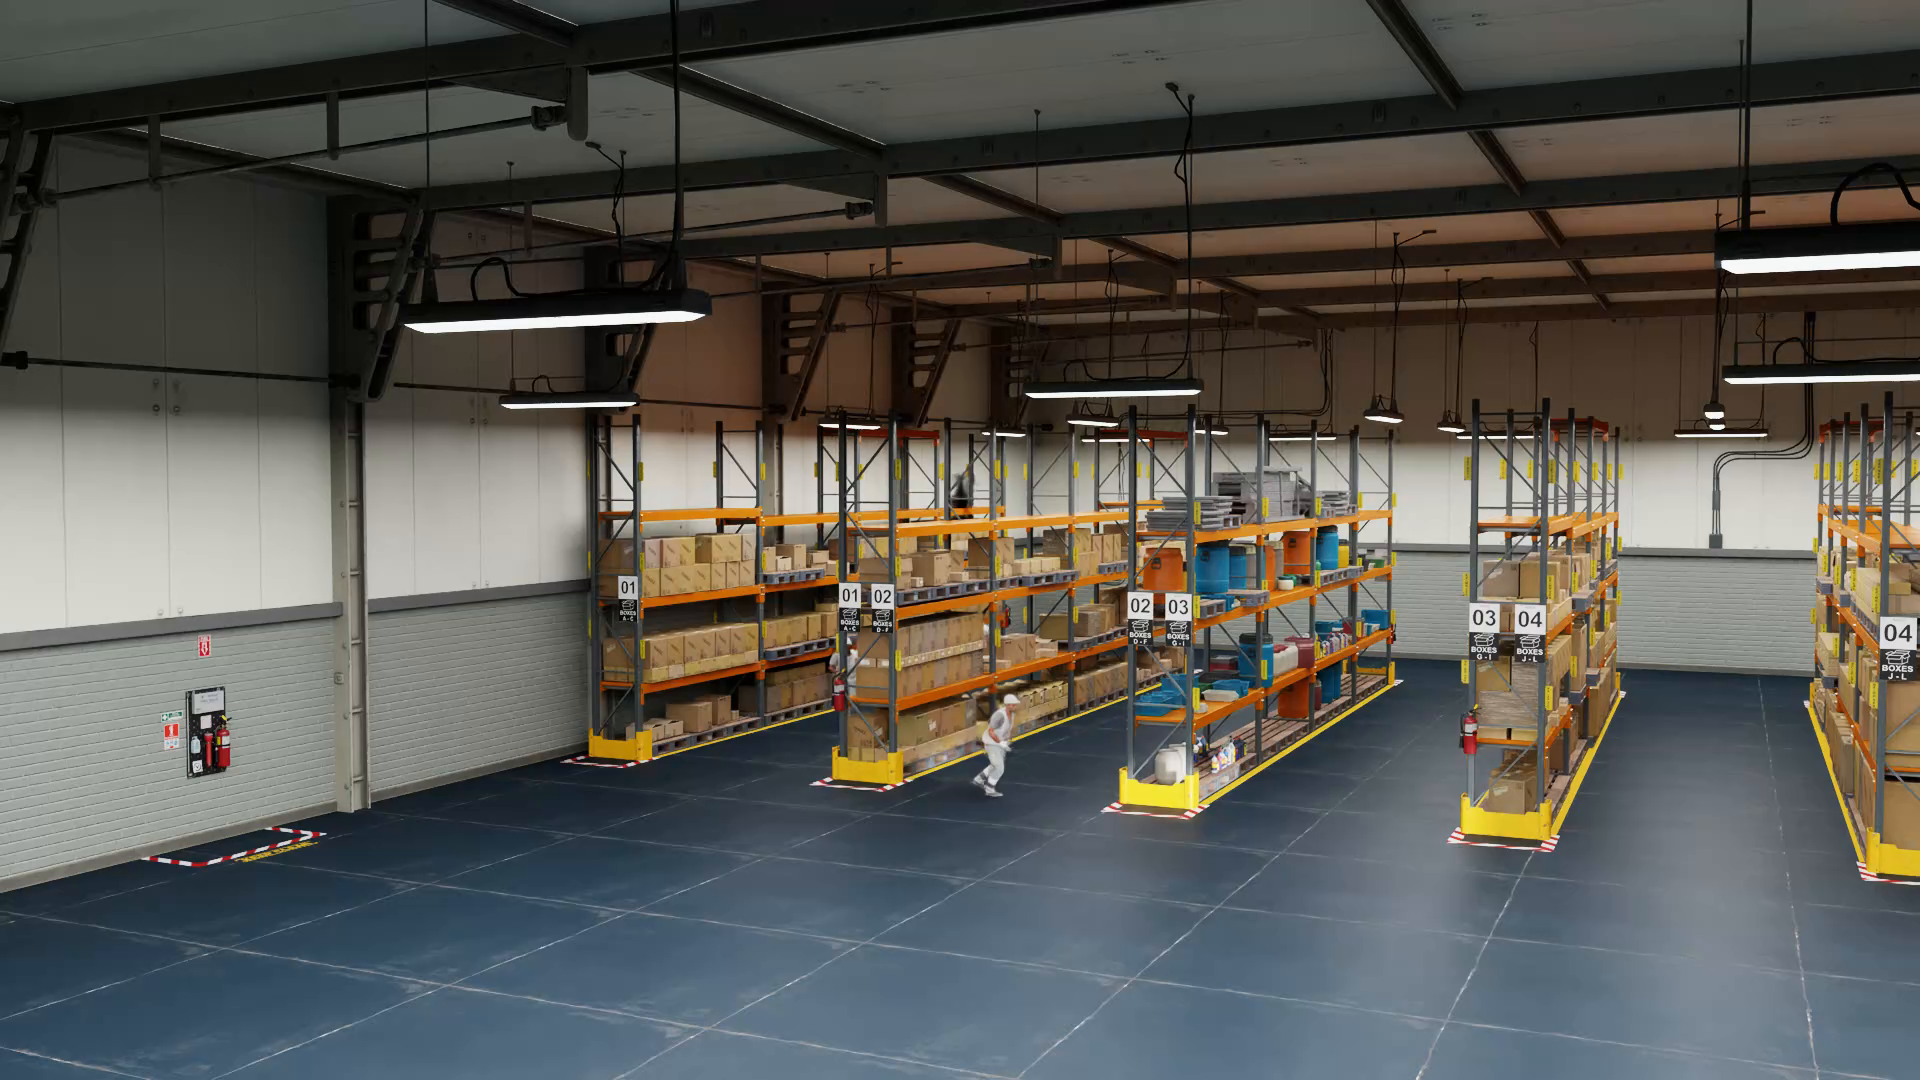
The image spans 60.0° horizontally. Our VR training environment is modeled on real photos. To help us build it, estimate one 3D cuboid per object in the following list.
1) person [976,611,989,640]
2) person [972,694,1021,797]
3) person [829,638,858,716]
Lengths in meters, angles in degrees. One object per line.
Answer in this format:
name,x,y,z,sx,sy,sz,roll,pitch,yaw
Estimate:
person,0.412,2.527,39.130,0.703,1.730,0.852,2,3,43
person,0.540,3.138,25.500,0.936,1.619,0.641,1,3,29
person,-2.260,2.778,32.602,0.648,1.761,0.834,0,2,-7
